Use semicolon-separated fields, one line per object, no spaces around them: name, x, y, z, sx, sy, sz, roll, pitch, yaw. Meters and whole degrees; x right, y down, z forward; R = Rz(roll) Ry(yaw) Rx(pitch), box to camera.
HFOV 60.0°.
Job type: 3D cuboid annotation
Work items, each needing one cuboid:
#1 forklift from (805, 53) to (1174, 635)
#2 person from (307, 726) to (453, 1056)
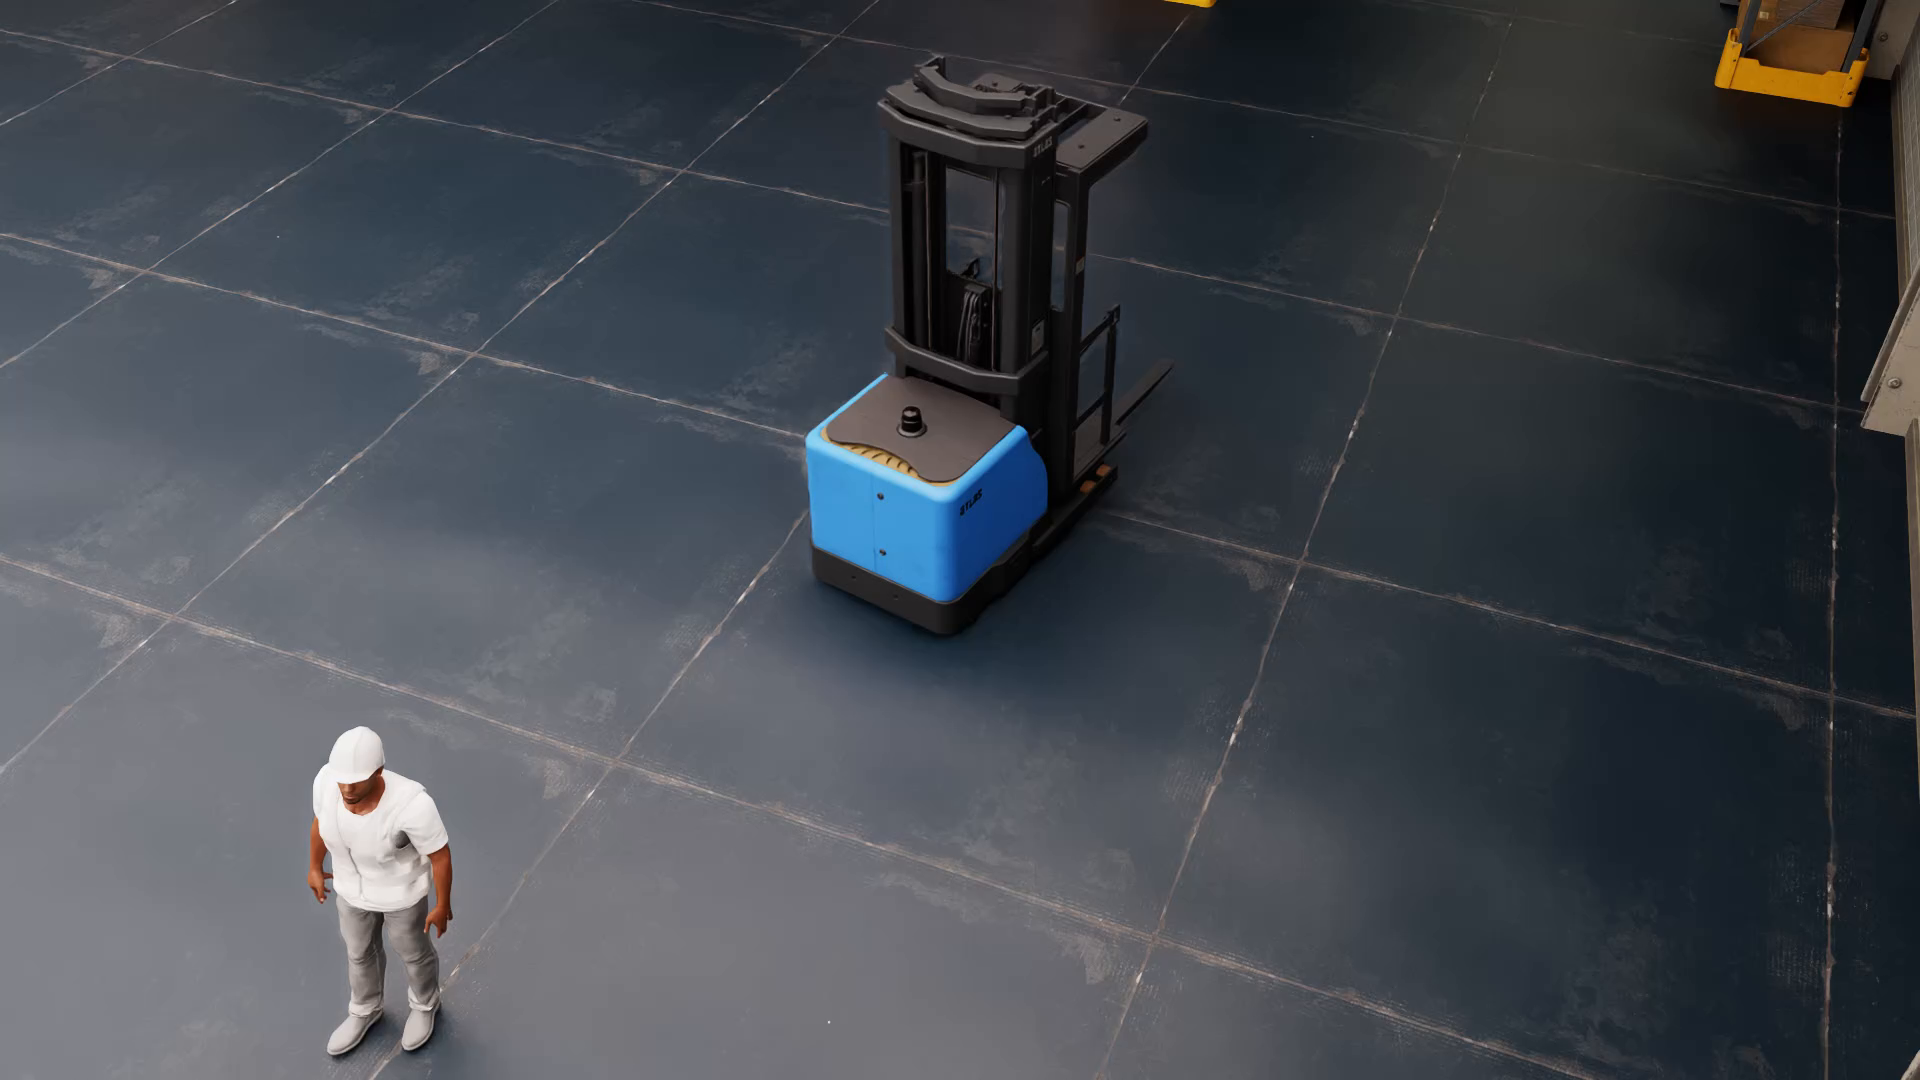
forklift;0.352;-1.494;9.791;1.130;2.935;3.031;23;45;25
person;-2.493;1.526;7.080;0.666;1.765;0.577;10;41;12
